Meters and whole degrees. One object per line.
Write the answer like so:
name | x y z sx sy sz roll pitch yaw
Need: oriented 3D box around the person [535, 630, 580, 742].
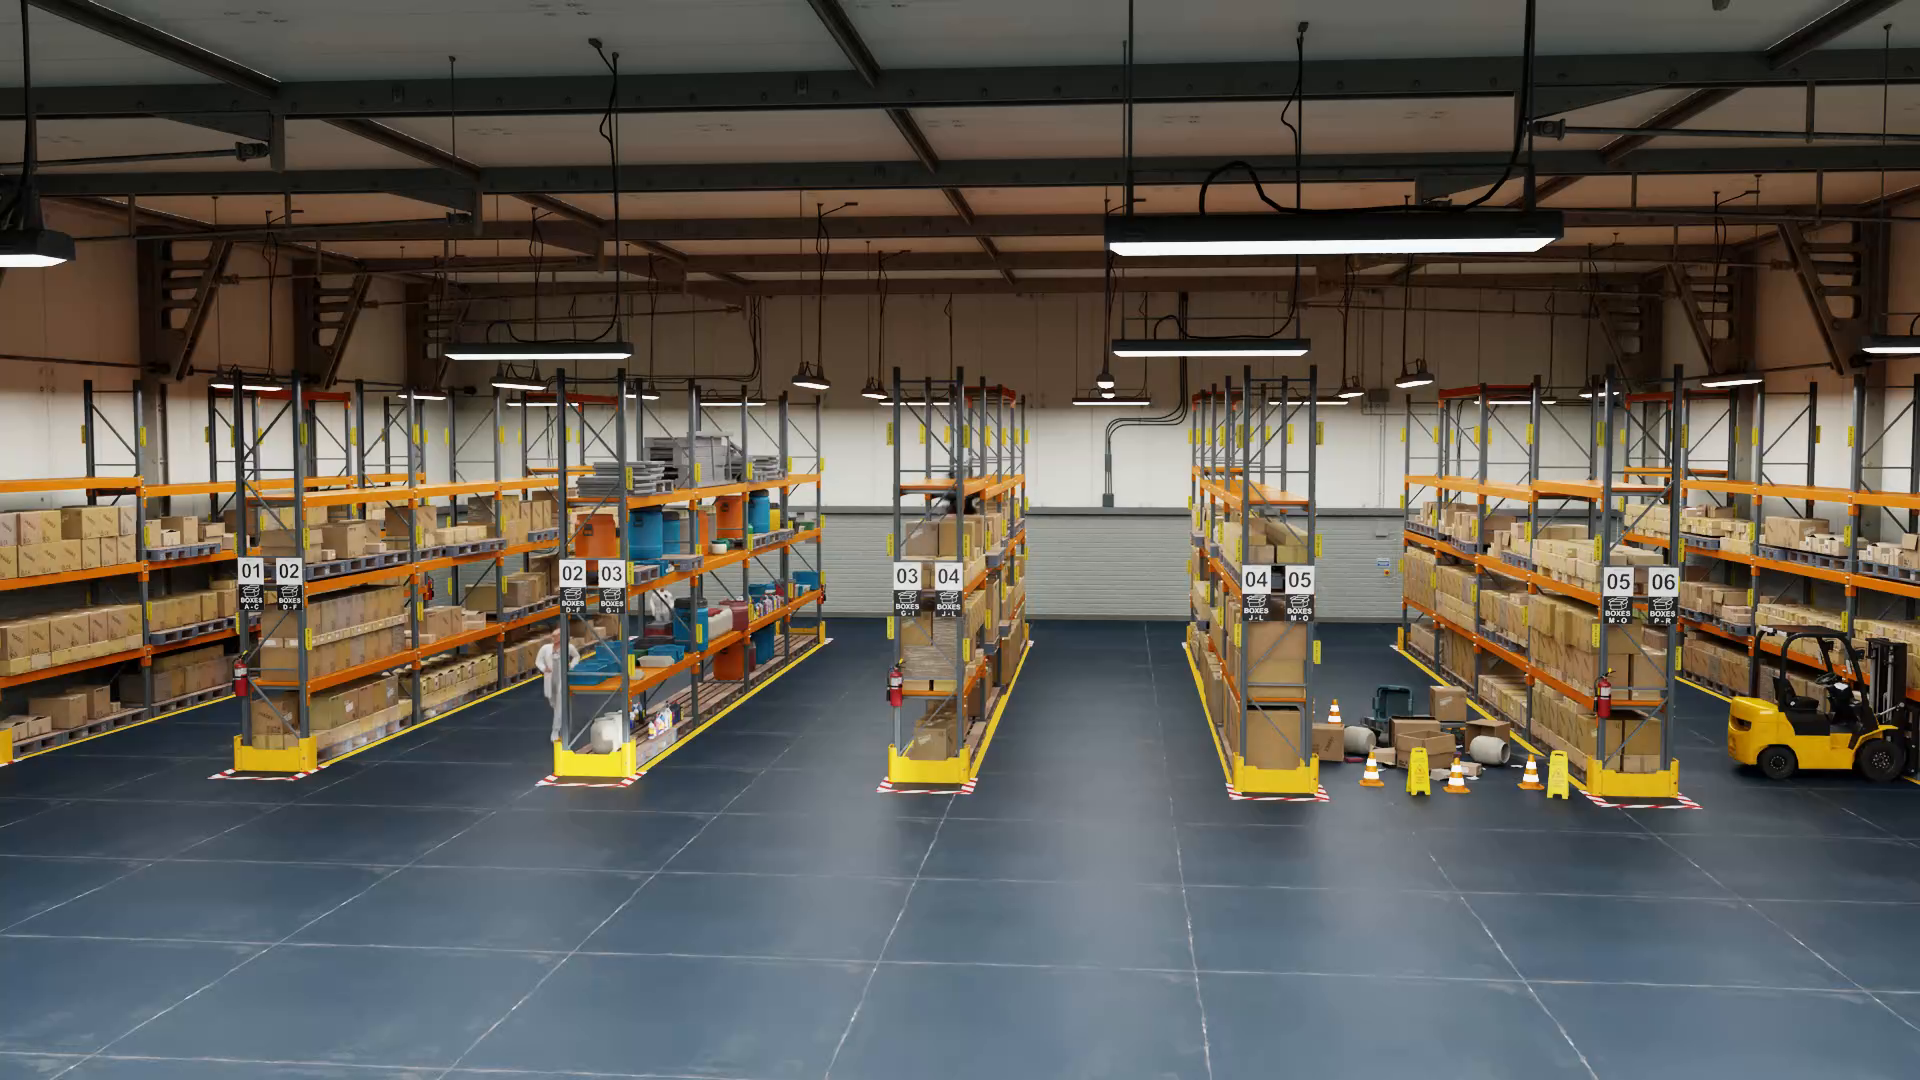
person | -6.760 2.392 27.862 0.671 1.798 1.214 0 4 5

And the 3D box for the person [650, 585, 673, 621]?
person | -7.085 1.736 39.409 0.521 1.634 0.650 -1 4 -9
